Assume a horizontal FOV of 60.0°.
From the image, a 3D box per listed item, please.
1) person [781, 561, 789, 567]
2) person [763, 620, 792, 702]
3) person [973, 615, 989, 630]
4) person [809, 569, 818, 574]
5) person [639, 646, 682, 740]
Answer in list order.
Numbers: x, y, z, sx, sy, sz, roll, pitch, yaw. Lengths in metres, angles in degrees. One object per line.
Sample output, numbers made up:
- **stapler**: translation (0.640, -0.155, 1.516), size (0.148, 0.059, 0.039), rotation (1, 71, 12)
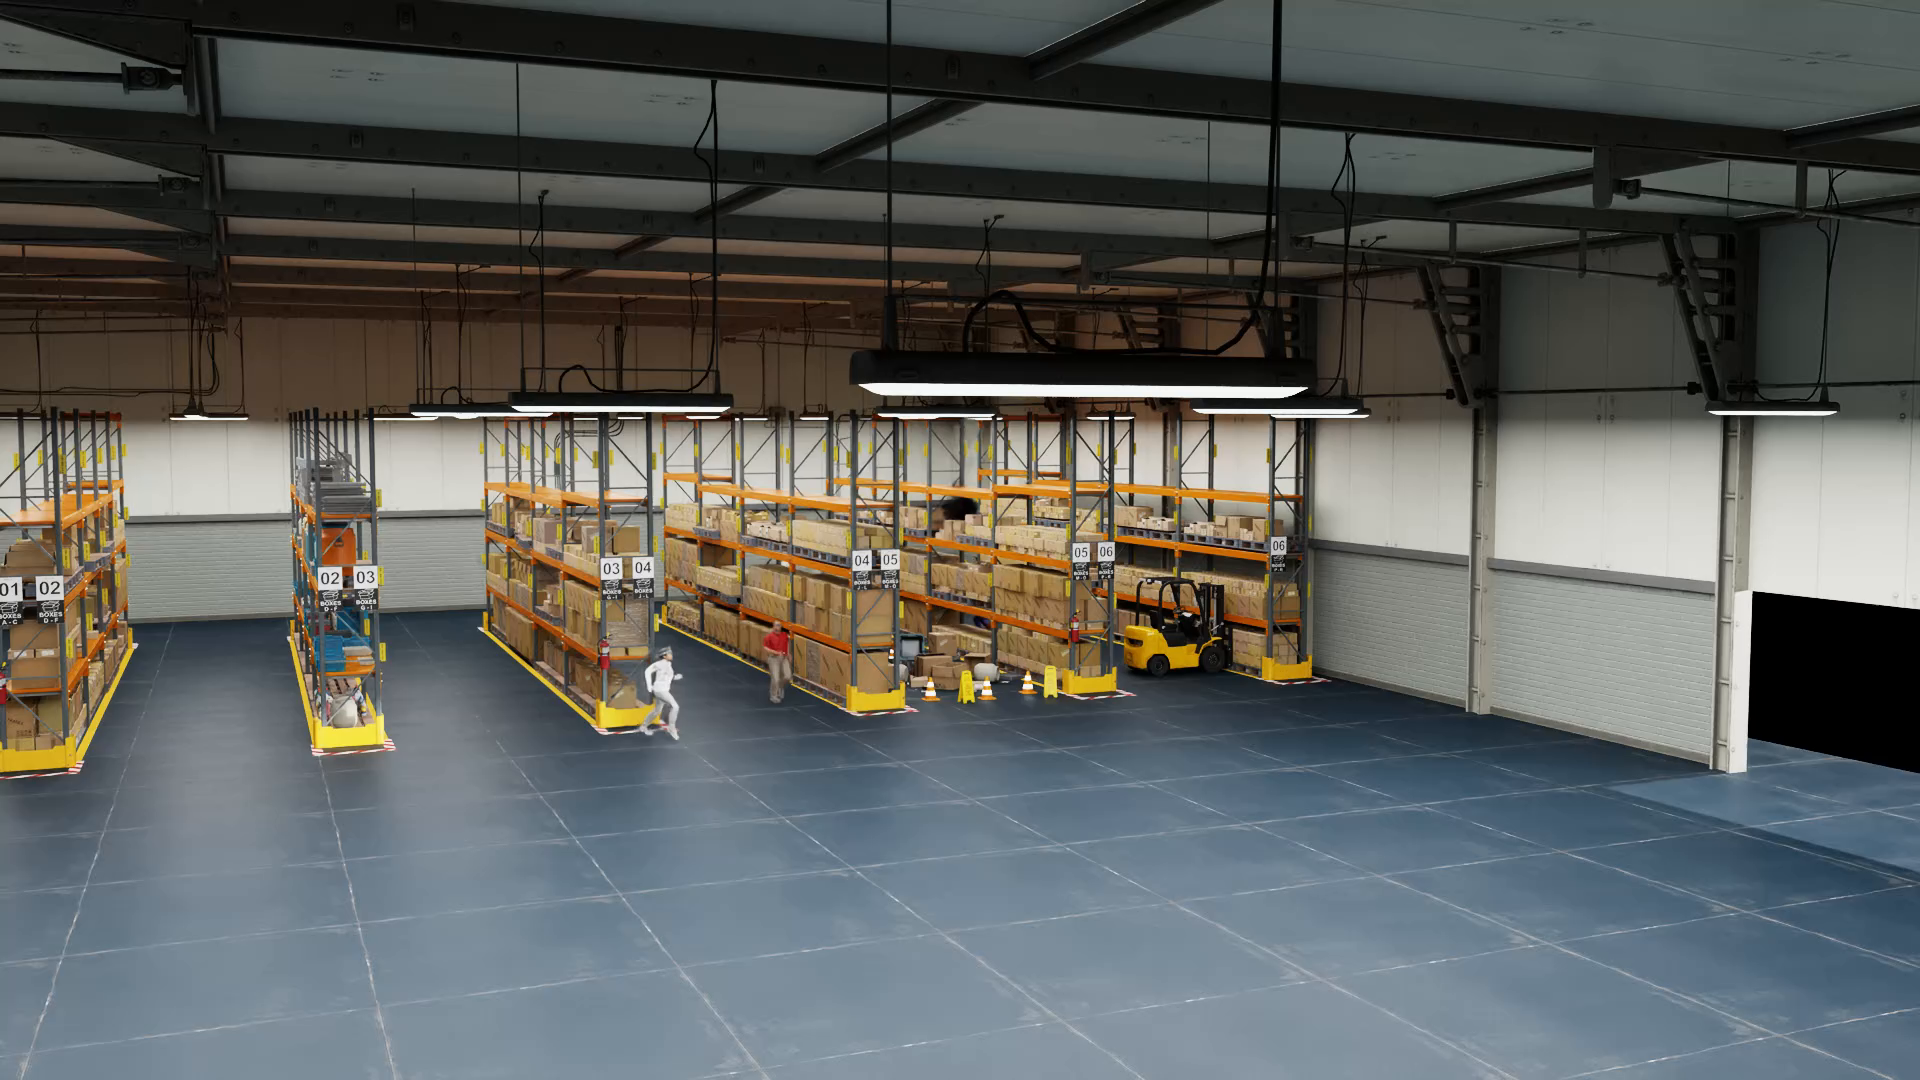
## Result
- **person**: translation (-5.321, 1.336, 50.707), size (0.910, 1.736, 0.695), rotation (0, 4, -4)
- **person**: translation (-3.692, 2.489, 34.053), size (0.651, 1.688, 0.607), rotation (-3, 5, -33)
- **person**: translation (0.523, 1.783, 44.856), size (0.602, 1.604, 0.540), rotation (-2, 5, -27)
- **person**: translation (-3.967, 1.696, 45.066), size (0.625, 1.829, 1.082), rotation (-3, 5, -32)
- **person**: translation (-5.443, 2.781, 30.166), size (0.825, 1.711, 0.636), rotation (0, 4, 7)
